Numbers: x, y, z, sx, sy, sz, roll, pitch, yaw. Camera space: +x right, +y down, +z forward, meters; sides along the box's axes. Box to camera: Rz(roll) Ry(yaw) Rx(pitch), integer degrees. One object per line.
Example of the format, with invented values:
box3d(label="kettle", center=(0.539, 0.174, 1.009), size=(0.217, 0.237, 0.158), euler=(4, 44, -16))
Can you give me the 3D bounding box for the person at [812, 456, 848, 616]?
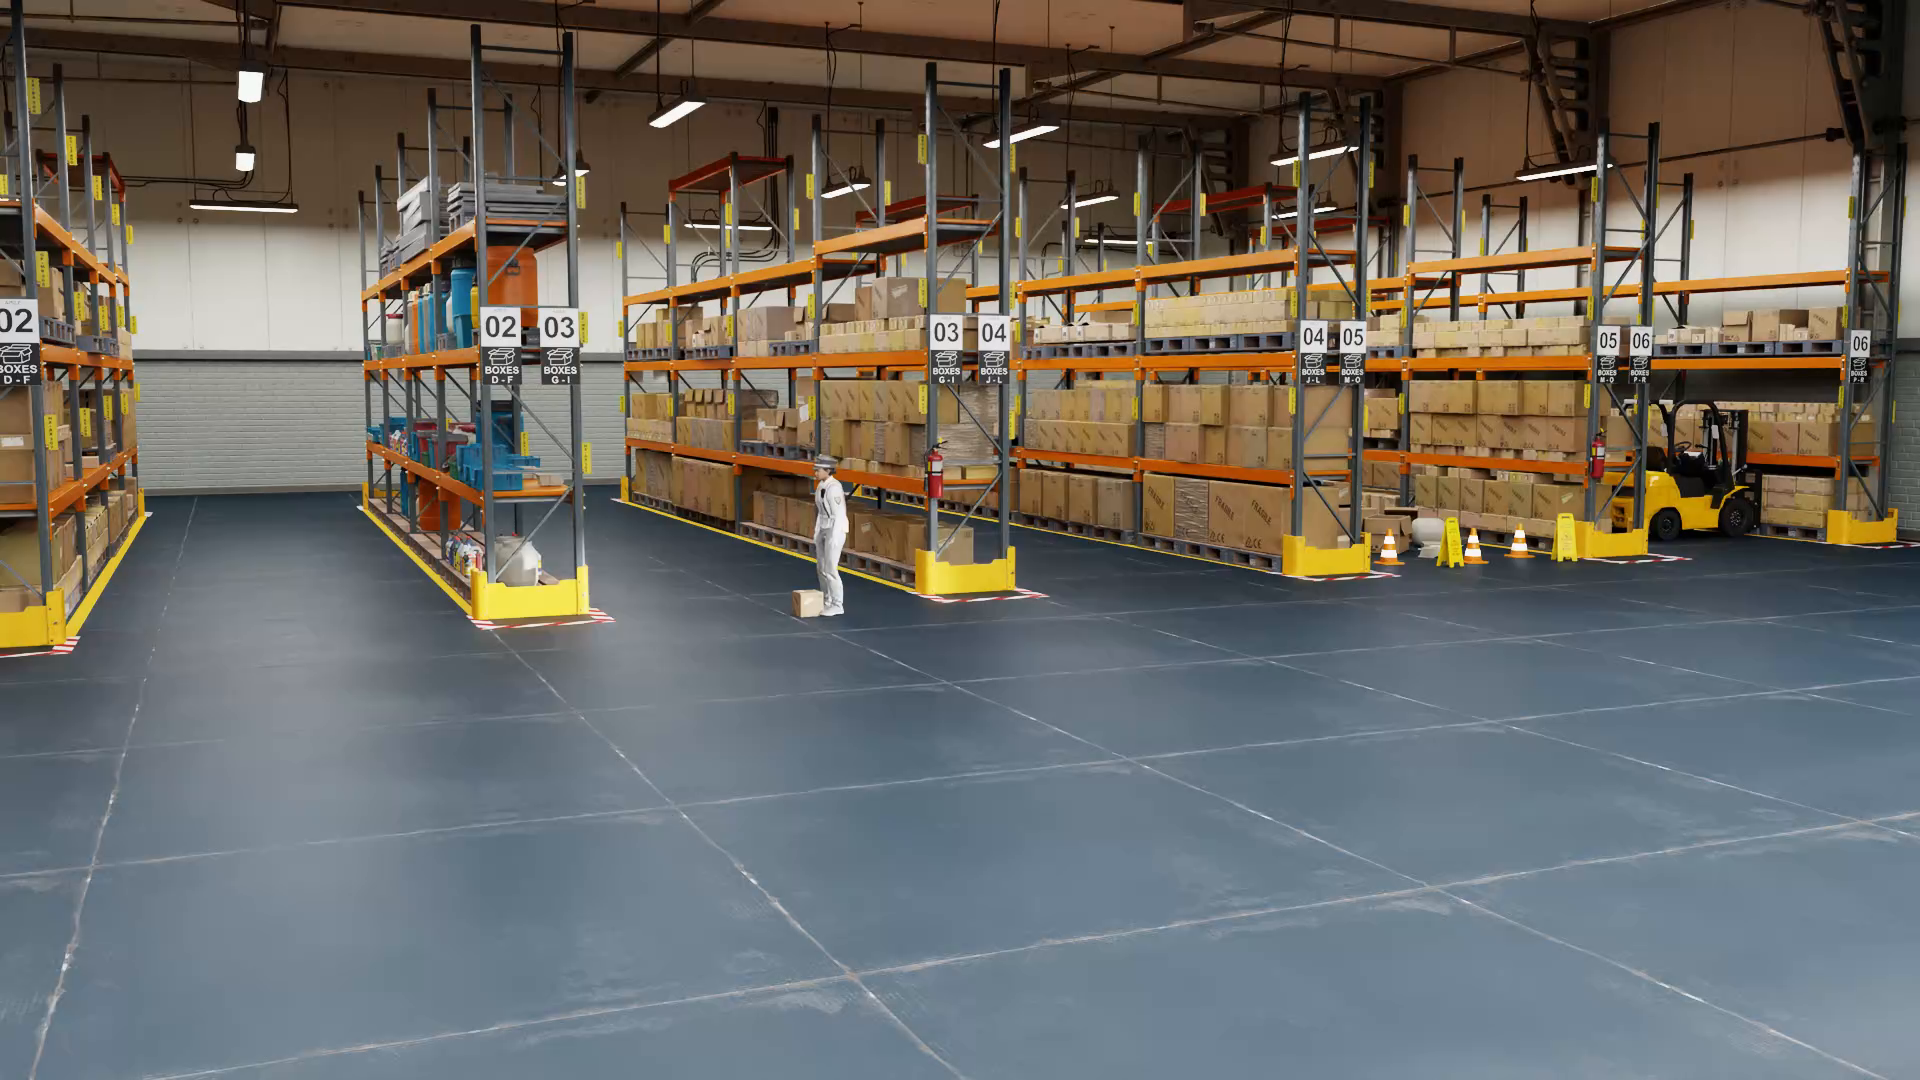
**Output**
box3d(label="person", center=(-1.377, -0.050, 17.485), size=(0.369, 1.667, 0.547), euler=(-3, 6, -27))
